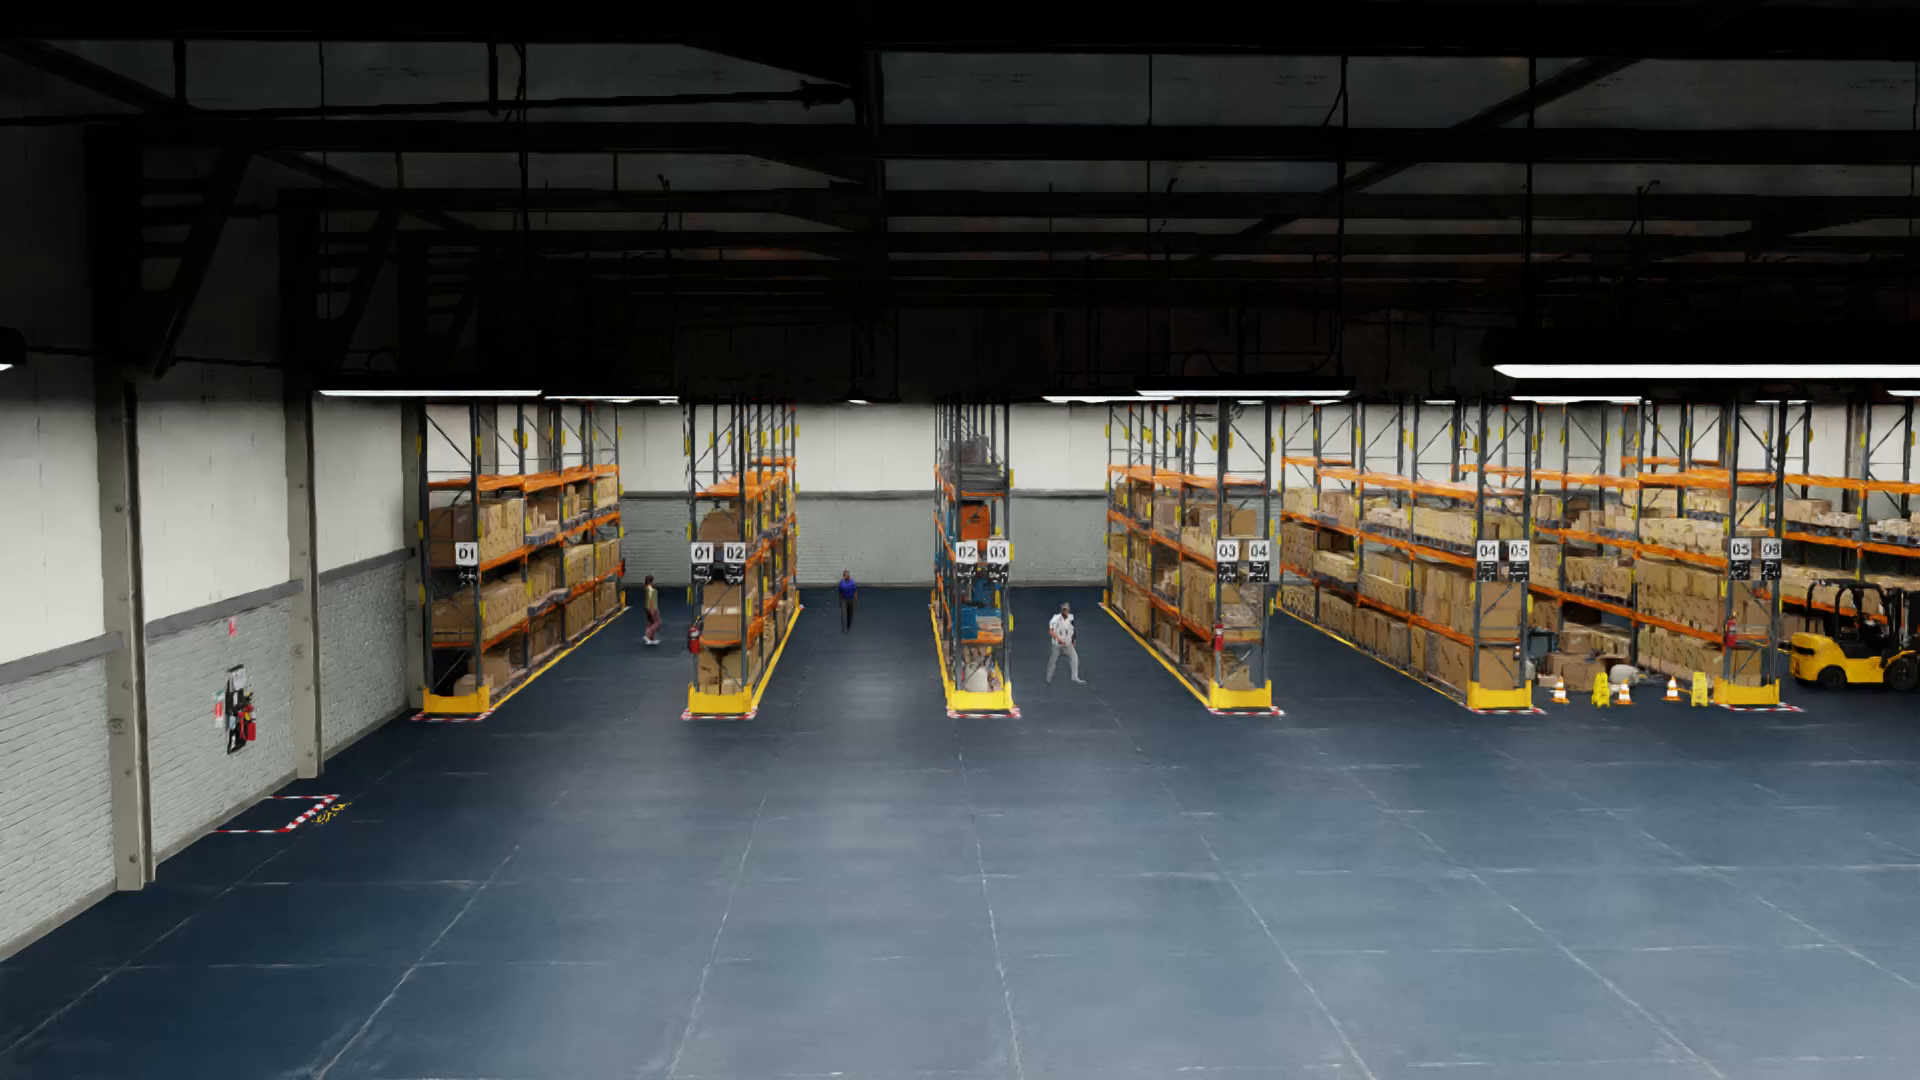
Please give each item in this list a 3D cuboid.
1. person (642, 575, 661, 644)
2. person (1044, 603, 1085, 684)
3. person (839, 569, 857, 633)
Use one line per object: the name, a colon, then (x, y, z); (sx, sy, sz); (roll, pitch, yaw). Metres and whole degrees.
person: (-7.465, 1.679, 40.086); (0.435, 1.671, 0.492); (-3, 5, -29)
person: (2.128, 2.115, 34.407); (0.695, 1.693, 0.857); (-2, 5, -18)
person: (-2.839, 1.545, 42.213); (0.463, 1.583, 0.985); (0, 5, -3)
